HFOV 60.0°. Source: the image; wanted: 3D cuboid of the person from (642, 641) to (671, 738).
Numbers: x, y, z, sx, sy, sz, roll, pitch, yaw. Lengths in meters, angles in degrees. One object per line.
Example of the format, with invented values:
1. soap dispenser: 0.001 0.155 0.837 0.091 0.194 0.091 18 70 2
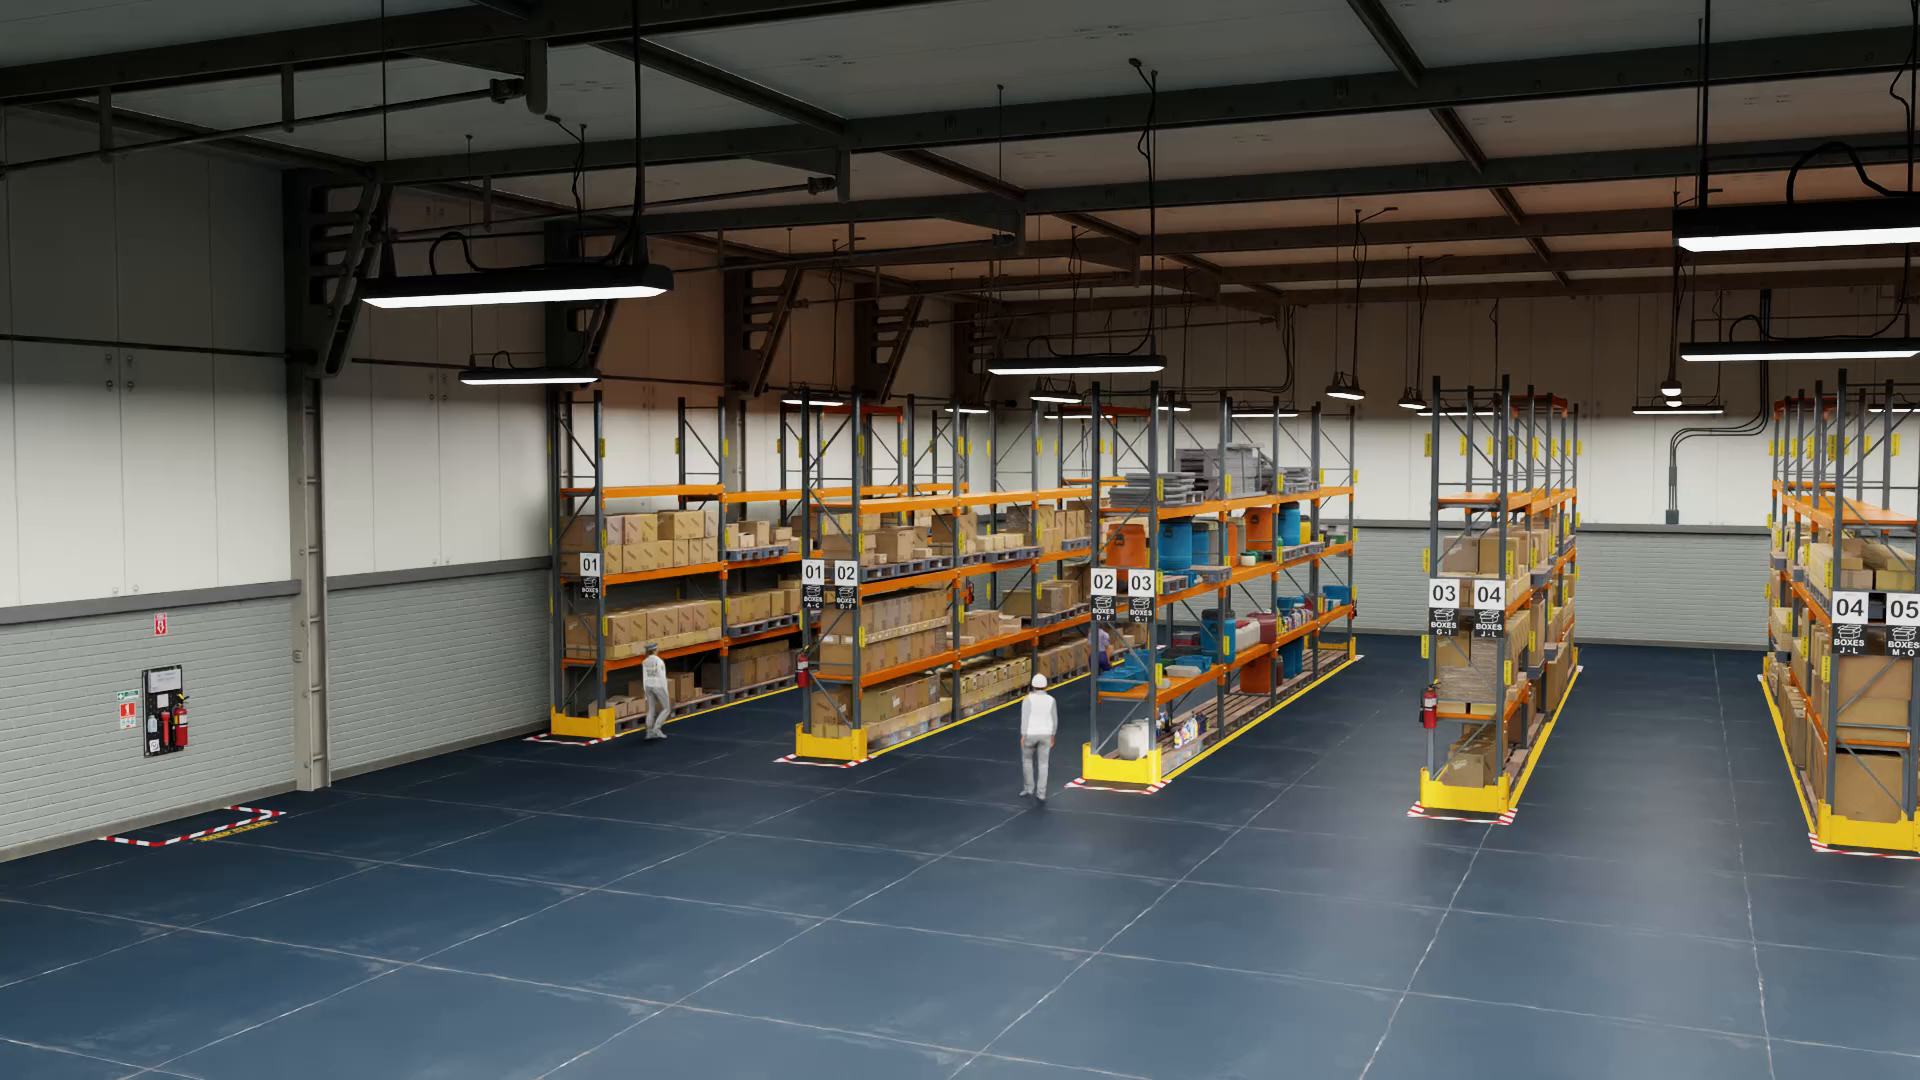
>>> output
1. person: -5.235 2.576 28.569 0.582 1.671 0.430 2 4 33

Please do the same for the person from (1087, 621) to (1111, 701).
1. person: 2.733 2.377 32.730 0.526 1.643 0.464 2 4 27

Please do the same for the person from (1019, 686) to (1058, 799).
1. person: 1.132 2.851 23.769 0.558 1.754 0.586 0 3 -7
